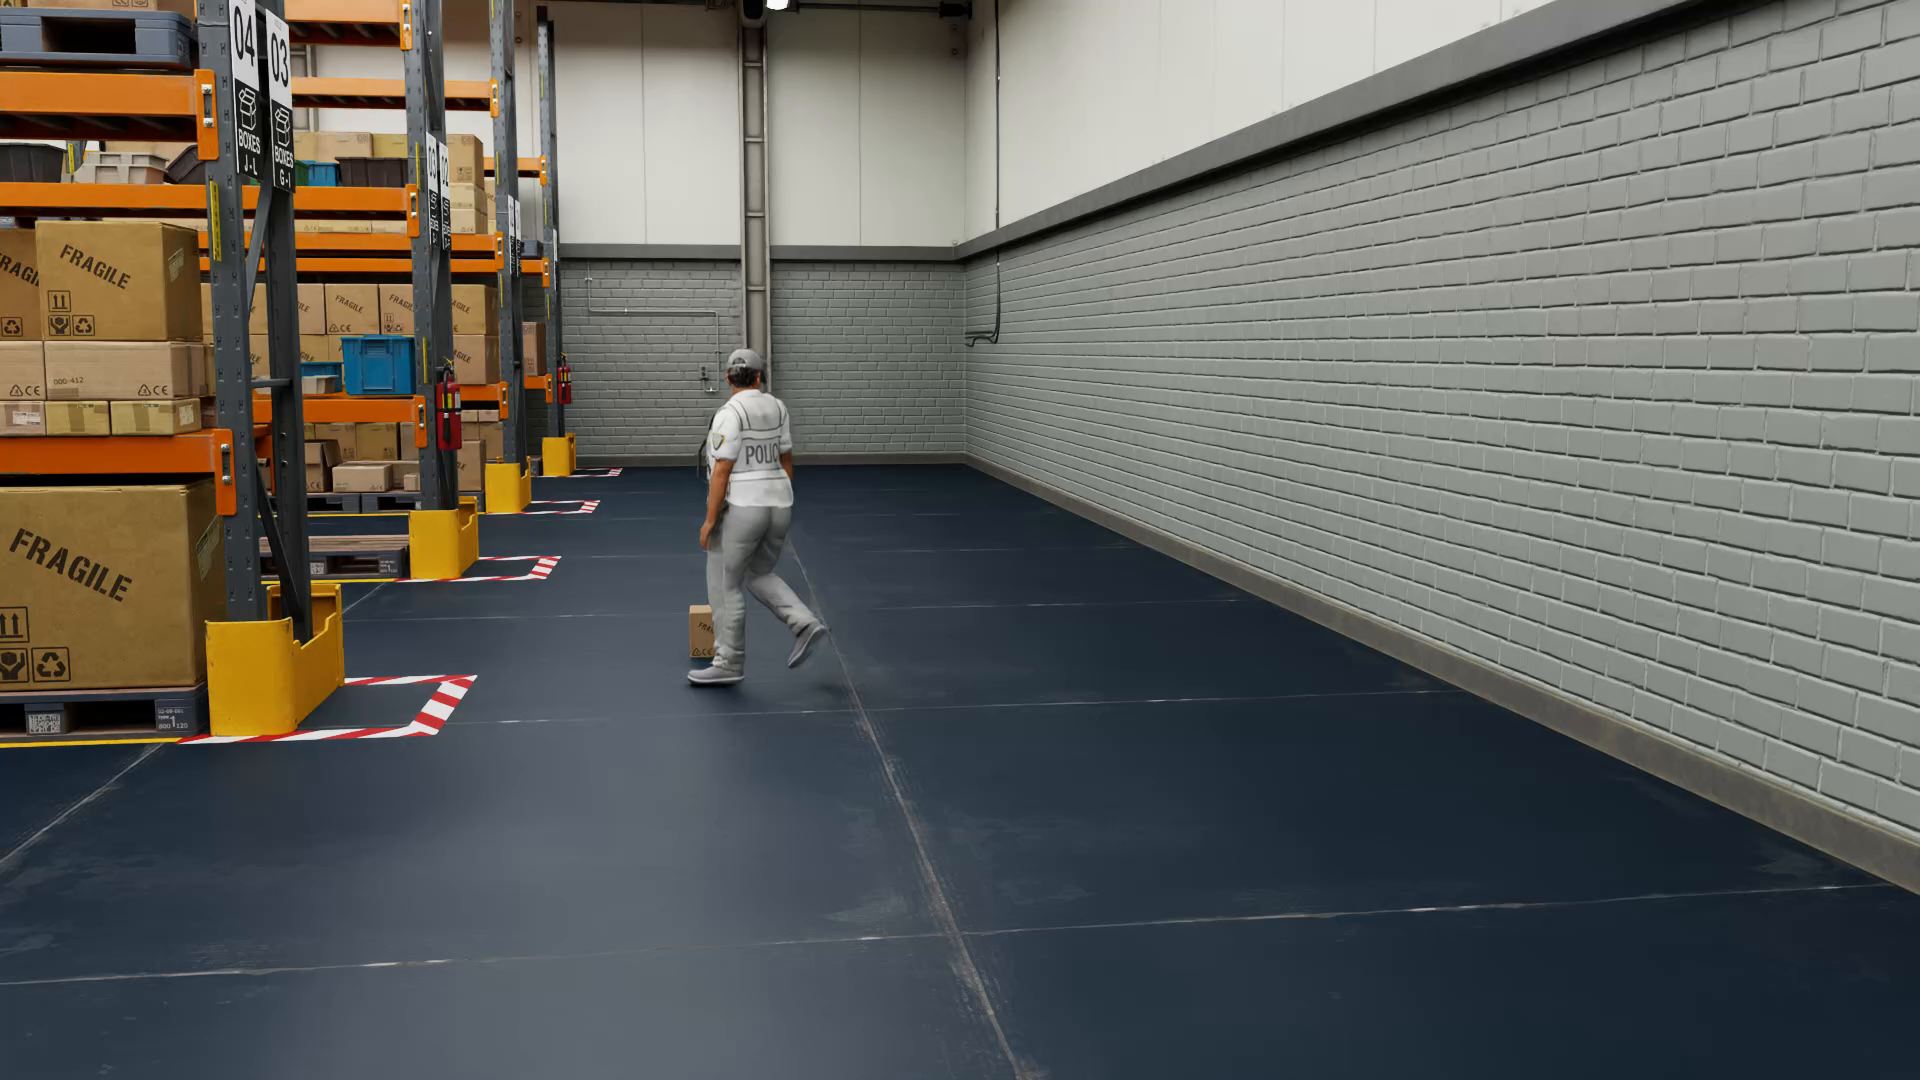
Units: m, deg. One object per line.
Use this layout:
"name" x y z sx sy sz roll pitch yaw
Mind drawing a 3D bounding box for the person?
"person" -1.024 -0.114 8.238 0.590 1.656 0.518 4 8 31
